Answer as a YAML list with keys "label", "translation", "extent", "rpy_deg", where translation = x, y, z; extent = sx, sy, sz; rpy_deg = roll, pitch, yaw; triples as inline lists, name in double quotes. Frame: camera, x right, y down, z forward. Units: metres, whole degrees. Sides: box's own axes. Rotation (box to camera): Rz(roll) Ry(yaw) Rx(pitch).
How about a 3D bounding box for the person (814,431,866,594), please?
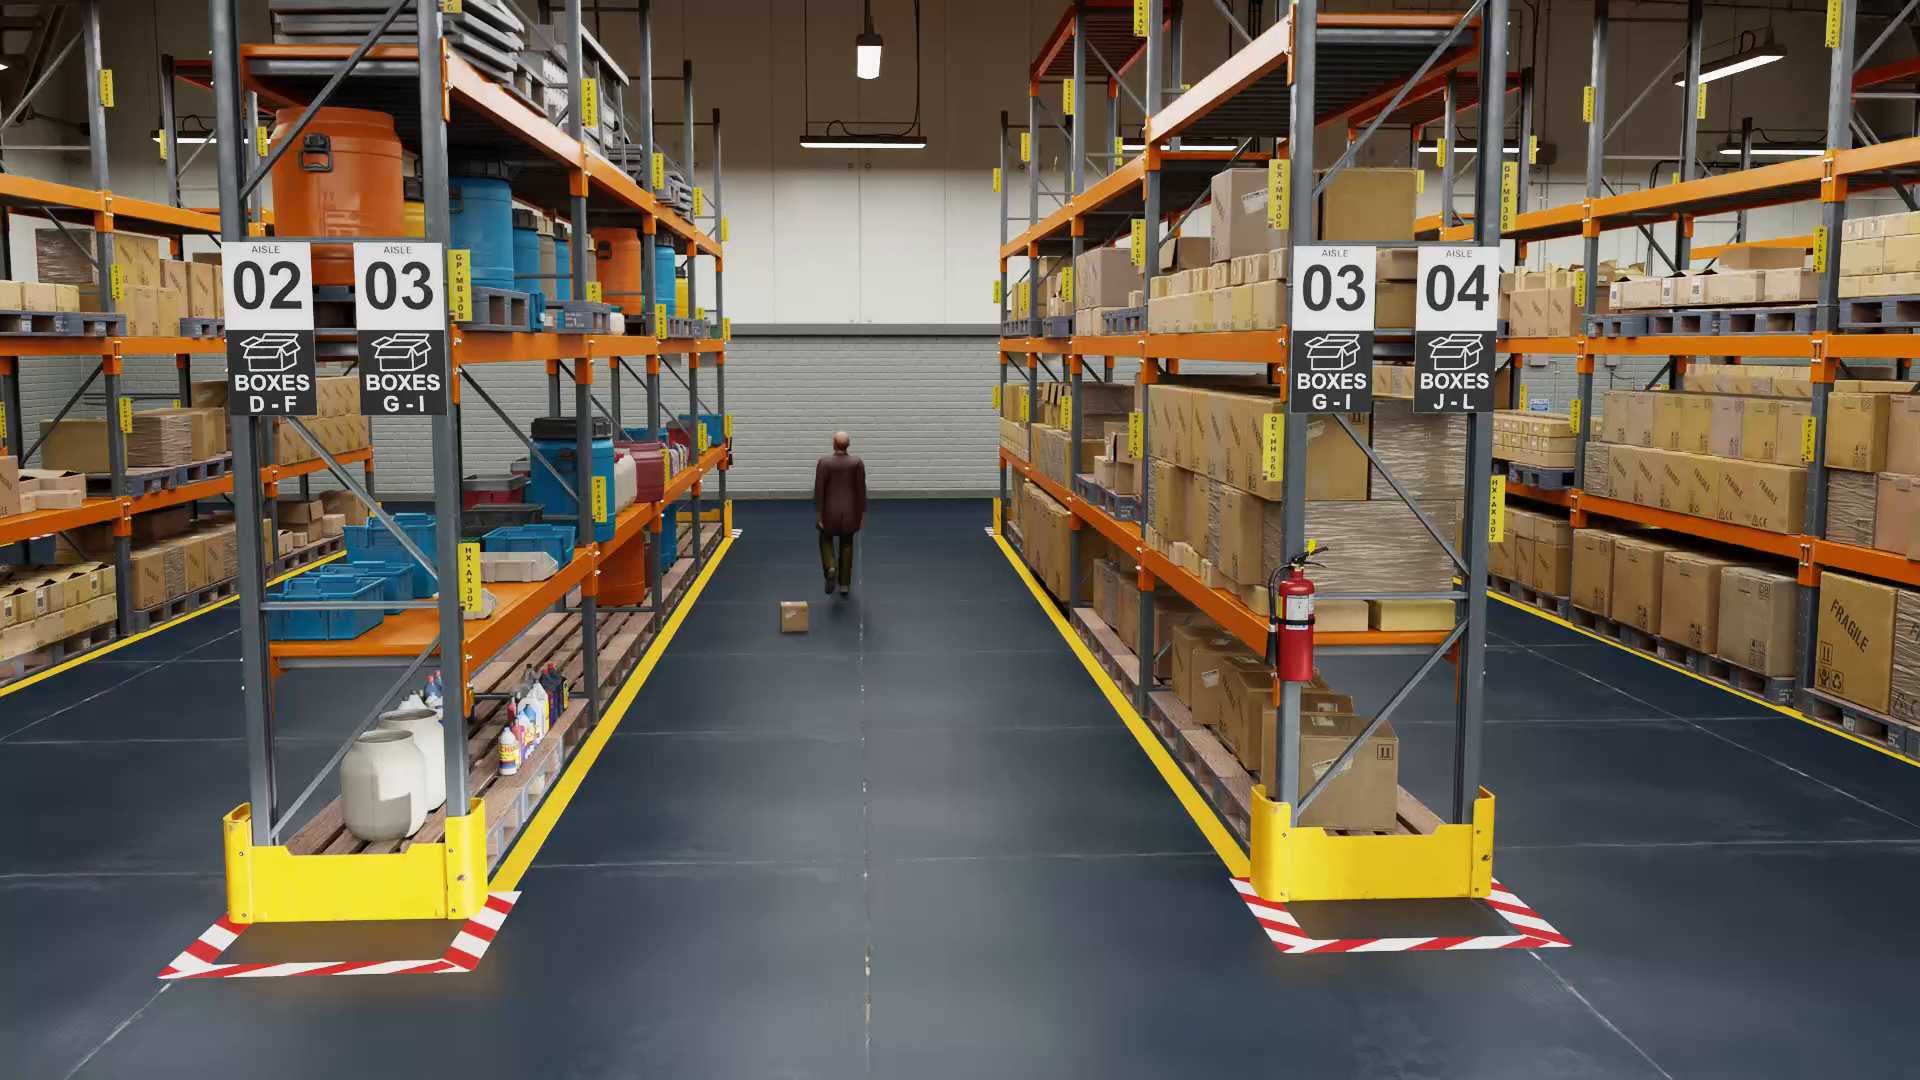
- label: "person"
  translation: [-1.315, -0.303, 18.248]
  extent: [0.590, 1.789, 0.511]
  rpy_deg: [-1, 7, -10]
